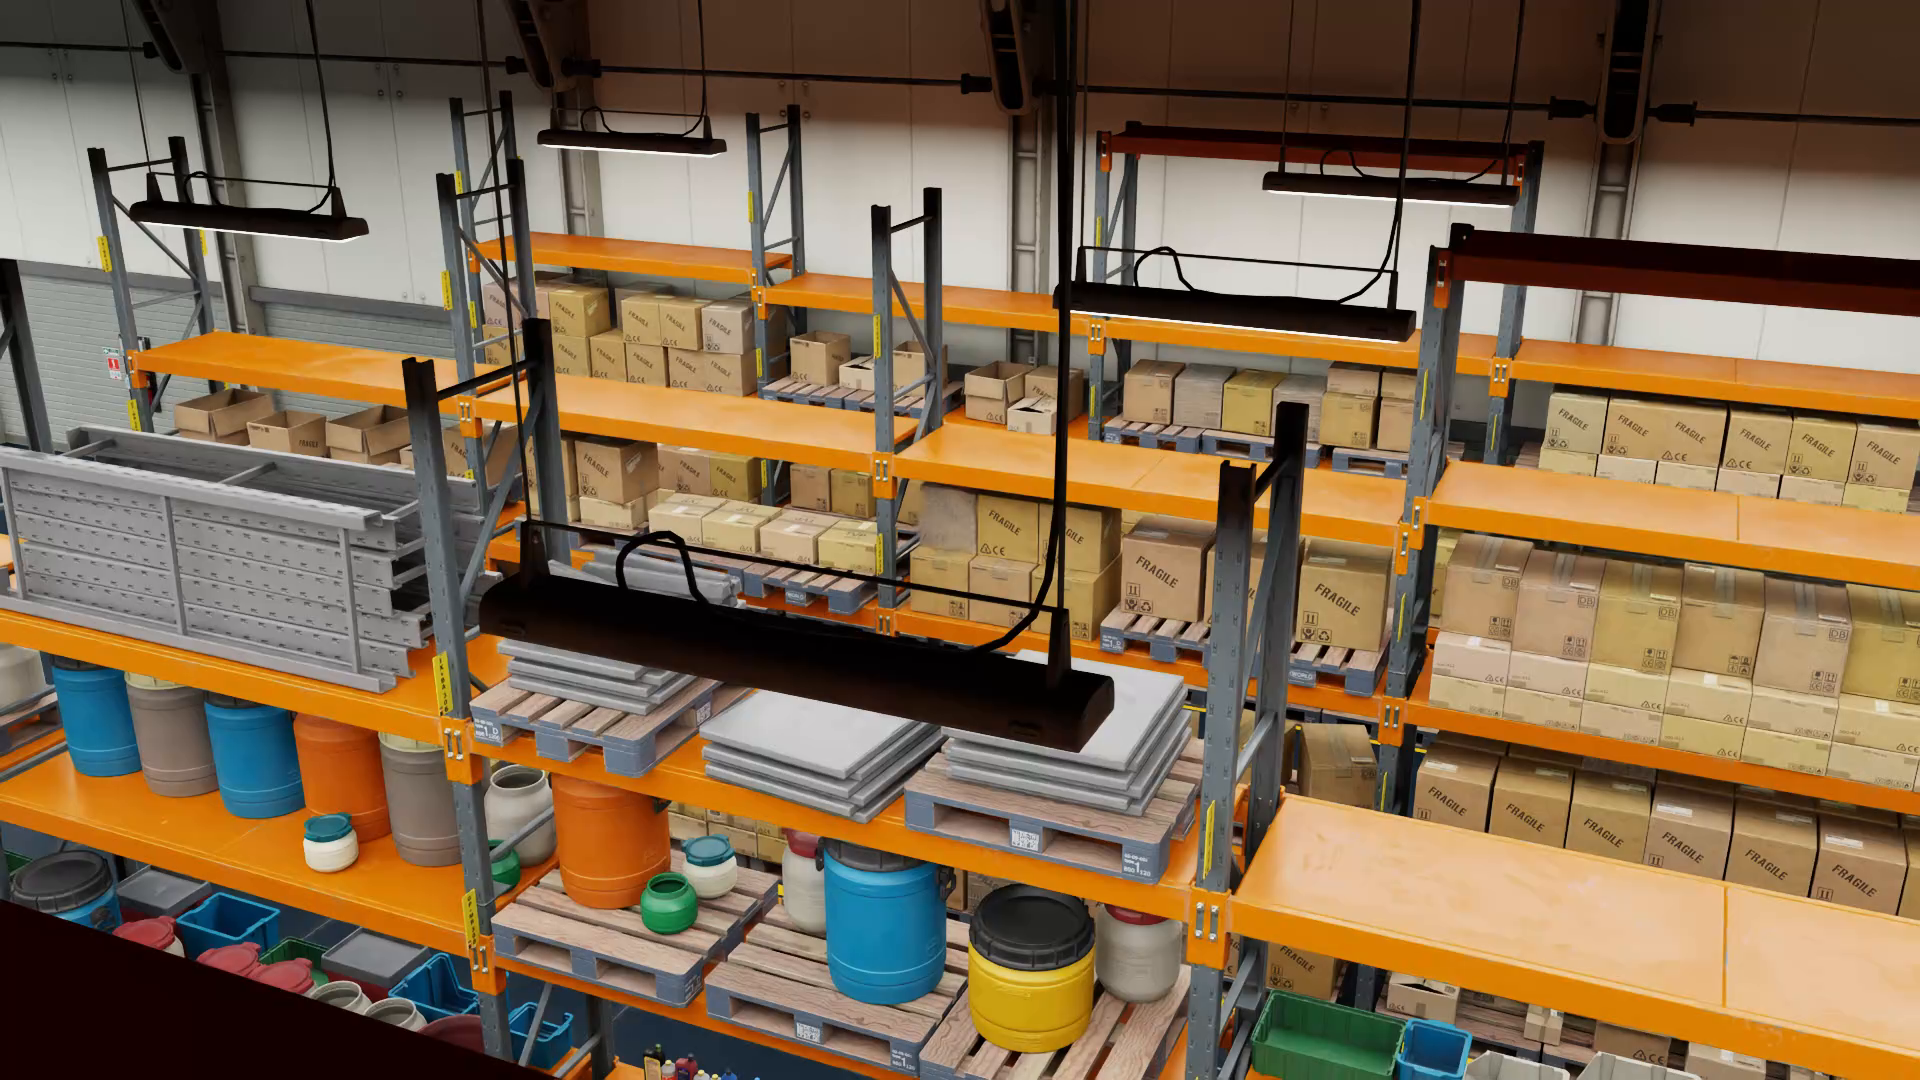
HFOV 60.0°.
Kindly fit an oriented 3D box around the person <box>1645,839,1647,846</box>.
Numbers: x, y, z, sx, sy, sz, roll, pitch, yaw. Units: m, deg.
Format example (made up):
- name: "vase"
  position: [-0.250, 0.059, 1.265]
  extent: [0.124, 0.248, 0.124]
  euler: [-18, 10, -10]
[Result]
- name: "person"
  position: [5.479, 2.427, 13.685]
  extent: [1.033, 1.719, 0.643]
  euler: [9, 22, 23]
